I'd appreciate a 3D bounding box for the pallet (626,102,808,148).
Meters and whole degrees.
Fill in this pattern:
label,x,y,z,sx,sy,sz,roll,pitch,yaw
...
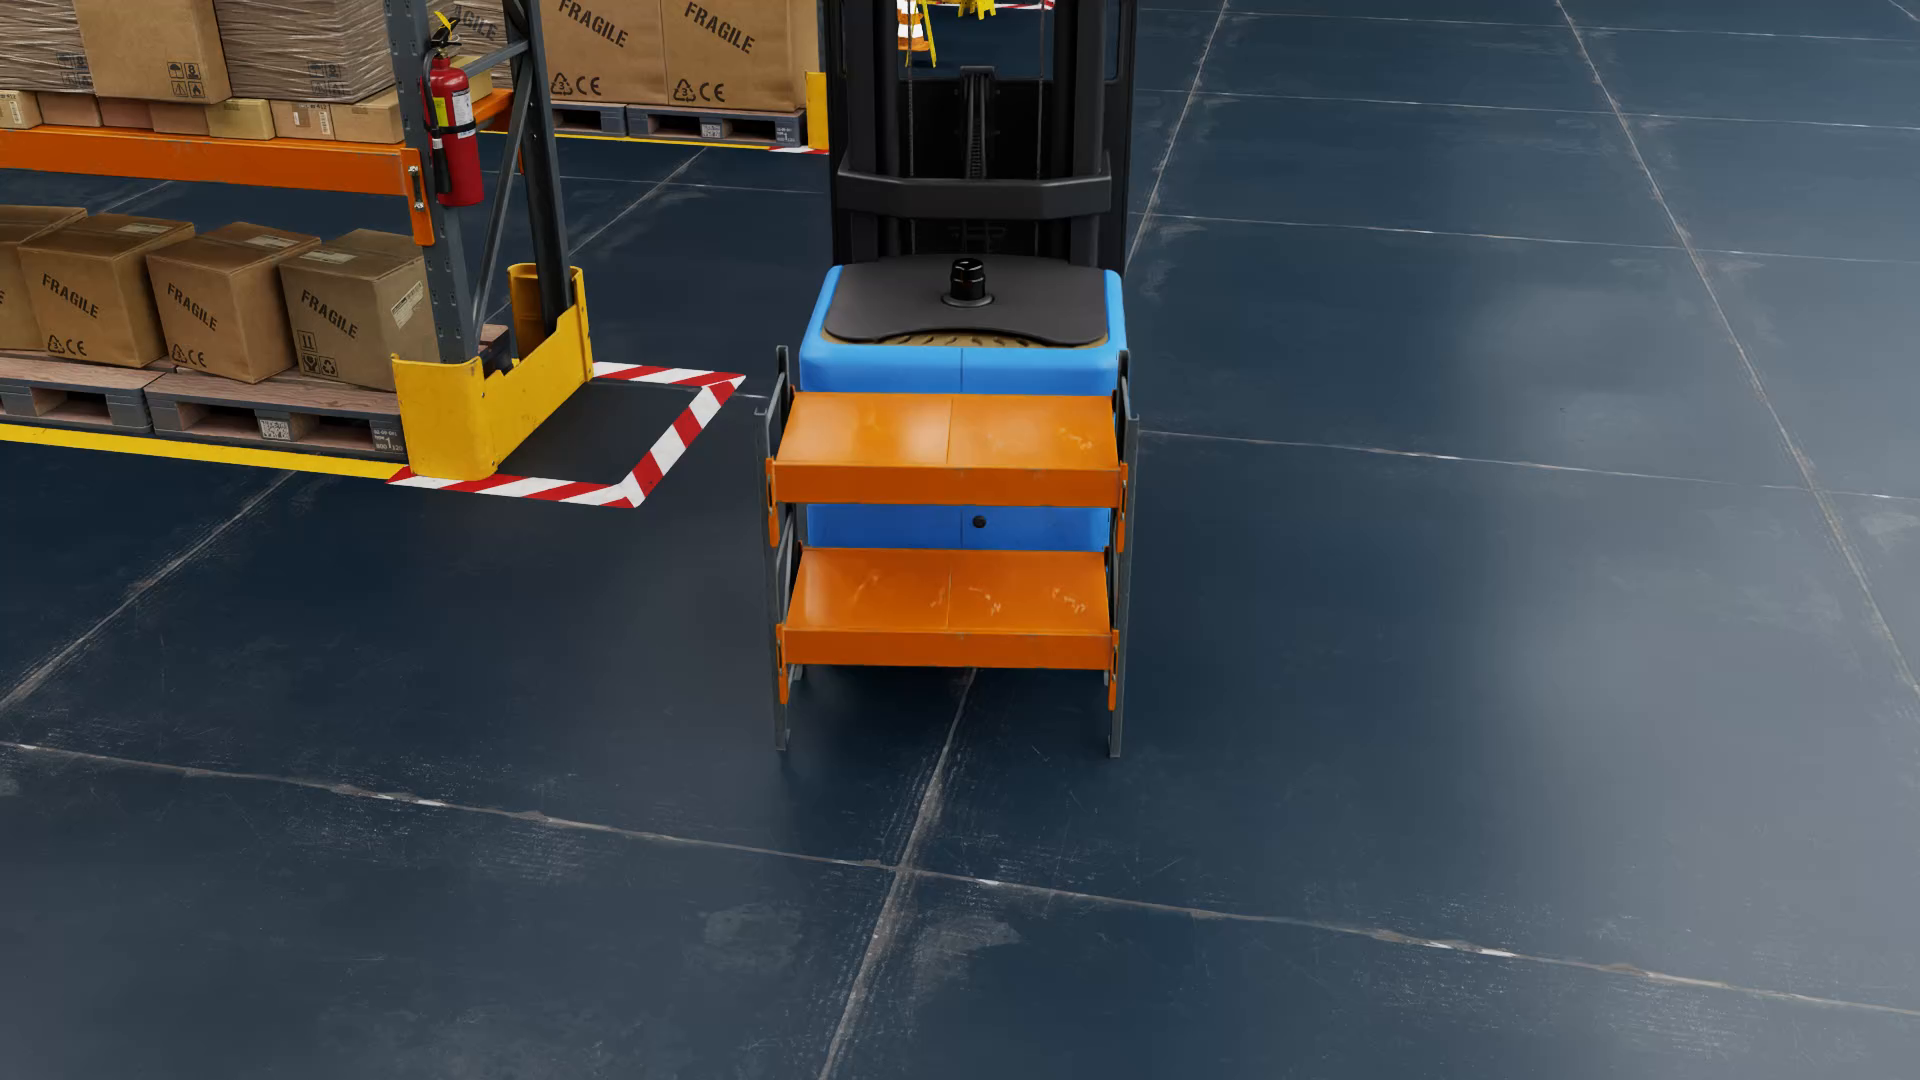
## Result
label,x,y,z,sx,sy,sz,roll,pitch,yaw
pallet,-1.547,-2.969,11.454,1.213,0.211,1.003,6,29,11

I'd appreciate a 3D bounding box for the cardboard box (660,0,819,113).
label,x,y,z,sx,sy,sz,roll,pitch,yaw
cardboard box,-1.426,-3.438,11.182,0.875,0.875,0.875,6,29,11

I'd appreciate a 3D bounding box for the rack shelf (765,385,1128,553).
label,x,y,z,sx,sy,sz,roll,pitch,yaw
rack shelf,-0.030,-0.217,4.865,1.000,0.278,0.538,1,29,2

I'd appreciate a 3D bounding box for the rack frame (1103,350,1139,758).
label,x,y,z,sx,sy,sz,roll,pitch,yaw
rack frame,0.478,0.048,4.991,0.032,1.125,0.500,1,29,2

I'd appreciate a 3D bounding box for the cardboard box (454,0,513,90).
label,x,y,z,sx,sy,sz,roll,pitch,yaw
cardboard box,-3.178,-3.618,11.510,0.875,0.875,0.875,6,29,11

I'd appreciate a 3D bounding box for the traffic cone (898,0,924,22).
label,x,y,z,sx,sy,sz,roll,pitch,yaw
traffic cone,-0.504,-4.808,14.551,0.334,0.463,0.336,6,29,11

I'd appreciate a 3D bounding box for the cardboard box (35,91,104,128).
label,x,y,z,sx,sy,sz,roll,pitch,yaw
cardboard box,-3.431,-1.769,6.619,0.250,0.149,0.380,6,29,11

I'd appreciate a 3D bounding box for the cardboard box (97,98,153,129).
label,x,y,z,sx,sy,sz,roll,pitch,yaw
cardboard box,-3.182,-1.754,6.592,0.250,0.149,0.380,6,29,11

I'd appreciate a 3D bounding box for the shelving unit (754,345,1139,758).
label,x,y,z,sx,sy,sz,roll,pitch,yaw
shelving unit,-0.030,0.040,5.005,1.048,1.125,0.538,1,29,2

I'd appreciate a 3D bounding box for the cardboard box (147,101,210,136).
label,x,y,z,sx,sy,sz,roll,pitch,yaw
cardboard box,-2.946,-1.710,6.511,0.250,0.149,0.380,6,29,11

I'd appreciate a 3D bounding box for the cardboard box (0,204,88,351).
label,x,y,z,sx,sy,sz,roll,pitch,yaw
cardboard box,-4.227,-1.180,7.448,0.500,0.500,0.500,3,29,6

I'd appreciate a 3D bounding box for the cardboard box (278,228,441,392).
label,x,y,z,sx,sy,sz,roll,pitch,yaw
cardboard box,-2.491,-0.988,7.097,0.500,0.500,0.500,11,31,20

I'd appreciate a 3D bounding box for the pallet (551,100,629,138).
label,x,y,z,sx,sy,sz,roll,pitch,yaw
pallet,-2.737,-3.093,11.679,1.213,0.211,1.003,6,29,11

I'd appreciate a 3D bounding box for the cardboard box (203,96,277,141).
label,x,y,z,sx,sy,sz,roll,pitch,yaw
cardboard box,-2.705,-1.677,6.452,0.250,0.149,0.380,6,29,11

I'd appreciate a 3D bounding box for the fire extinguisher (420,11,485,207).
label,x,y,z,sx,sy,sz,roll,pitch,yaw
fire extinguisher,-1.868,-1.568,6.071,0.183,0.674,0.296,6,29,11

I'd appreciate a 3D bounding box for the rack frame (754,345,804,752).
label,x,y,z,sx,sy,sz,roll,pitch,yaw
rack frame,-0.538,0.032,5.020,0.032,1.125,0.500,1,29,2

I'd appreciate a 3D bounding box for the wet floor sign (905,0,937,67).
label,x,y,z,sx,sy,sz,roll,pitch,yaw
wet floor sign,-0.307,-4.043,12.963,0.232,0.644,0.267,1,29,2

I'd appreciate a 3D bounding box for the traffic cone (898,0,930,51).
label,x,y,z,sx,sy,sz,roll,pitch,yaw
traffic cone,-0.404,-4.253,13.536,0.334,0.463,0.336,6,29,11

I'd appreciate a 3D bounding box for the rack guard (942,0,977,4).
label,x,y,z,sx,sy,sz,roll,pitch,yaw
rack guard,0.111,-5.395,15.584,0.348,0.500,1.175,6,29,11

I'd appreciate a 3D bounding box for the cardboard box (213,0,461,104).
label,x,y,z,sx,sy,sz,roll,pitch,yaw
cardboard box,-2.416,-2.072,6.497,0.500,0.500,0.875,6,29,11

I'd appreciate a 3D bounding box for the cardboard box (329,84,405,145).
label,x,y,z,sx,sy,sz,roll,pitch,yaw
cardboard box,-2.206,-1.651,6.404,0.250,0.149,0.380,6,29,11

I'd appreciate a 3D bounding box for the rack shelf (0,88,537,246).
label,x,y,z,sx,sy,sz,roll,pitch,yaw
rack shelf,-3.840,-1.715,7.008,4.000,0.370,1.077,6,29,11

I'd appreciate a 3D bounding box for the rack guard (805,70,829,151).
label,x,y,z,sx,sy,sz,roll,pitch,yaw
rack guard,-0.726,-3.050,11.301,0.348,0.500,1.175,6,29,11

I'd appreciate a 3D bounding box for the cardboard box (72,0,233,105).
label,x,y,z,sx,sy,sz,roll,pitch,yaw
cardboard box,-2.930,-2.066,6.486,0.500,0.500,0.875,6,29,11

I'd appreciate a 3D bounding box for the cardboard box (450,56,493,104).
label,x,y,z,sx,sy,sz,roll,pitch,yaw
cardboard box,-2.113,-1.860,6.785,0.250,0.149,0.380,6,29,11

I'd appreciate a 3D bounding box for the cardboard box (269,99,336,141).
label,x,y,z,sx,sy,sz,roll,pitch,yaw
cardboard box,-2.450,-1.676,6.450,0.250,0.149,0.380,6,29,11

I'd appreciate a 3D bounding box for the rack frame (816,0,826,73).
label,x,y,z,sx,sy,sz,roll,pitch,yaw
rack frame,-0.749,-4.149,10.705,0.127,3.000,1.000,6,29,11

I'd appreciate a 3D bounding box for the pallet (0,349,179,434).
label,x,y,z,sx,sy,sz,roll,pitch,yaw
pallet,-3.935,-0.836,7.557,1.213,0.211,1.003,6,29,11

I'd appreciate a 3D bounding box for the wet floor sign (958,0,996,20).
label,x,y,z,sx,sy,sz,roll,pitch,yaw
wet floor sign,0.148,-4.929,14.582,0.232,0.644,0.267,17,33,28

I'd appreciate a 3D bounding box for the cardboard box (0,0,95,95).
label,x,y,z,sx,sy,sz,roll,pitch,yaw
cardboard box,-3.410,-2.136,6.615,0.500,0.500,0.875,6,29,11

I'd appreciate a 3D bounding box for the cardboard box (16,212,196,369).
label,x,y,z,sx,sy,sz,roll,pitch,yaw
cardboard box,-3.691,-1.103,7.308,0.500,0.500,0.500,9,30,15

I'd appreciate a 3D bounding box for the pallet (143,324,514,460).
label,x,y,z,sx,sy,sz,roll,pitch,yaw
pallet,-2.745,-0.712,7.331,1.213,0.211,1.003,6,29,11

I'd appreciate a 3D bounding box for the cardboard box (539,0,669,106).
label,x,y,z,sx,sy,sz,roll,pitch,yaw
cardboard box,-2.287,-3.525,11.341,0.875,0.875,0.875,5,29,10

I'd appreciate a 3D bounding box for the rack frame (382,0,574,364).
label,x,y,z,sx,sy,sz,roll,pitch,yaw
rack frame,-1.884,-1.830,6.468,0.127,3.000,1.000,6,29,11

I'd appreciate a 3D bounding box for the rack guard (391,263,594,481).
label,x,y,z,sx,sy,sz,roll,pitch,yaw
rack guard,-1.958,-0.741,7.083,0.348,0.500,1.175,6,29,11

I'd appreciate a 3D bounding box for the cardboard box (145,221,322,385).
label,x,y,z,sx,sy,sz,roll,pitch,yaw
cardboard box,-3.083,-1.032,7.177,0.500,0.500,0.500,14,32,24

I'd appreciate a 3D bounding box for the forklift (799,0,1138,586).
label,x,y,z,sx,sy,sz,roll,pitch,yaw
forklift,0.084,-1.629,6.173,1.130,2.935,3.031,1,29,3

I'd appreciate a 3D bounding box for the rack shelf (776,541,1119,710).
label,x,y,z,sx,sy,sz,roll,pitch,yaw
rack shelf,-0.030,0.254,5.123,1.000,0.278,0.538,1,29,2

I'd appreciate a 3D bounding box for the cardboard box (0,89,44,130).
label,x,y,z,sx,sy,sz,roll,pitch,yaw
cardboard box,-3.694,-1.752,6.589,0.250,0.149,0.380,6,29,11

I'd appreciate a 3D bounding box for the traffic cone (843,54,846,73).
label,x,y,z,sx,sy,sz,roll,pitch,yaw
traffic cone,-0.972,-3.756,12.629,0.334,0.463,0.336,6,29,11
